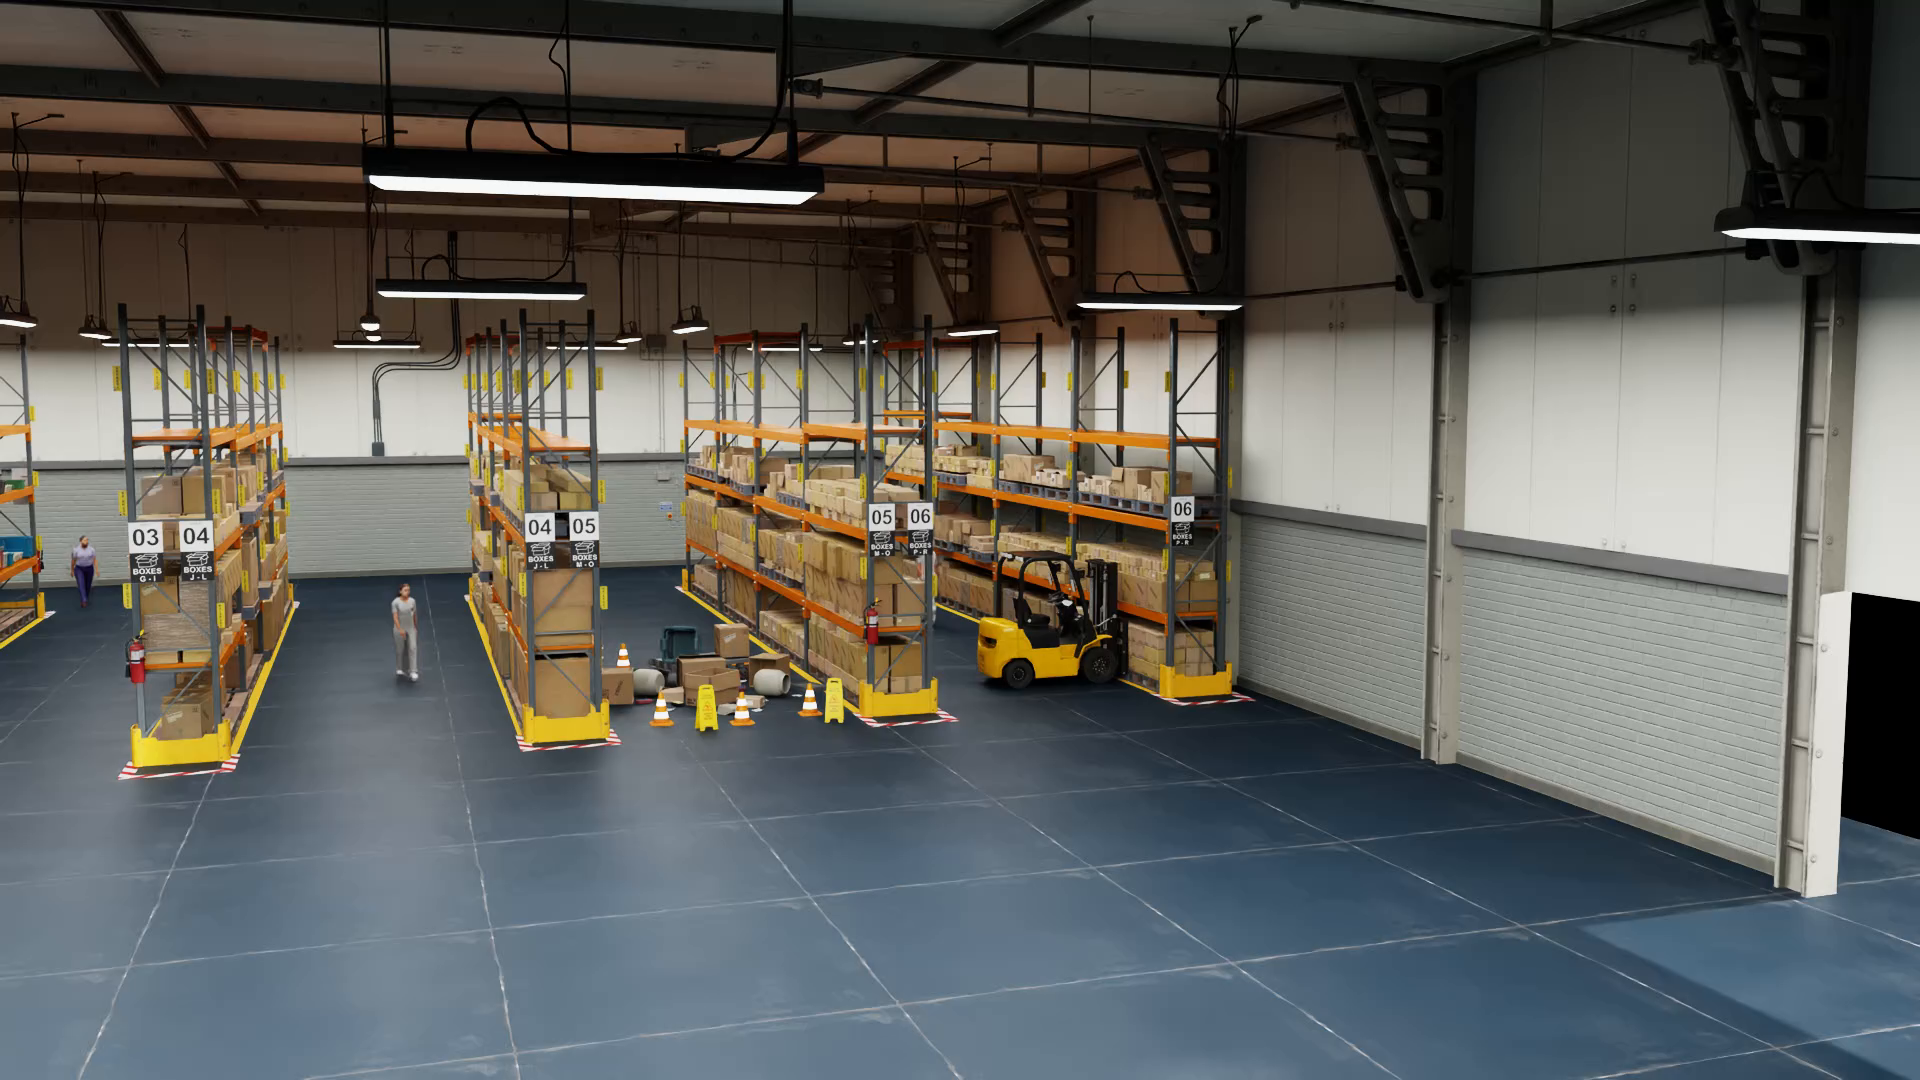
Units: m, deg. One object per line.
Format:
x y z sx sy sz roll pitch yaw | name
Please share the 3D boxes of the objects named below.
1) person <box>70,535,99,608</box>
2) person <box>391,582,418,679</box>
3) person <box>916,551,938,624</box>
-19.527 0.680 37.099 0.528 1.579 1.063 -4 7 -39 | person
-9.351 1.520 28.081 0.450 1.607 1.009 -4 6 -33 | person
-0.700 0.843 34.455 0.593 1.779 0.536 -4 7 -38 | person
